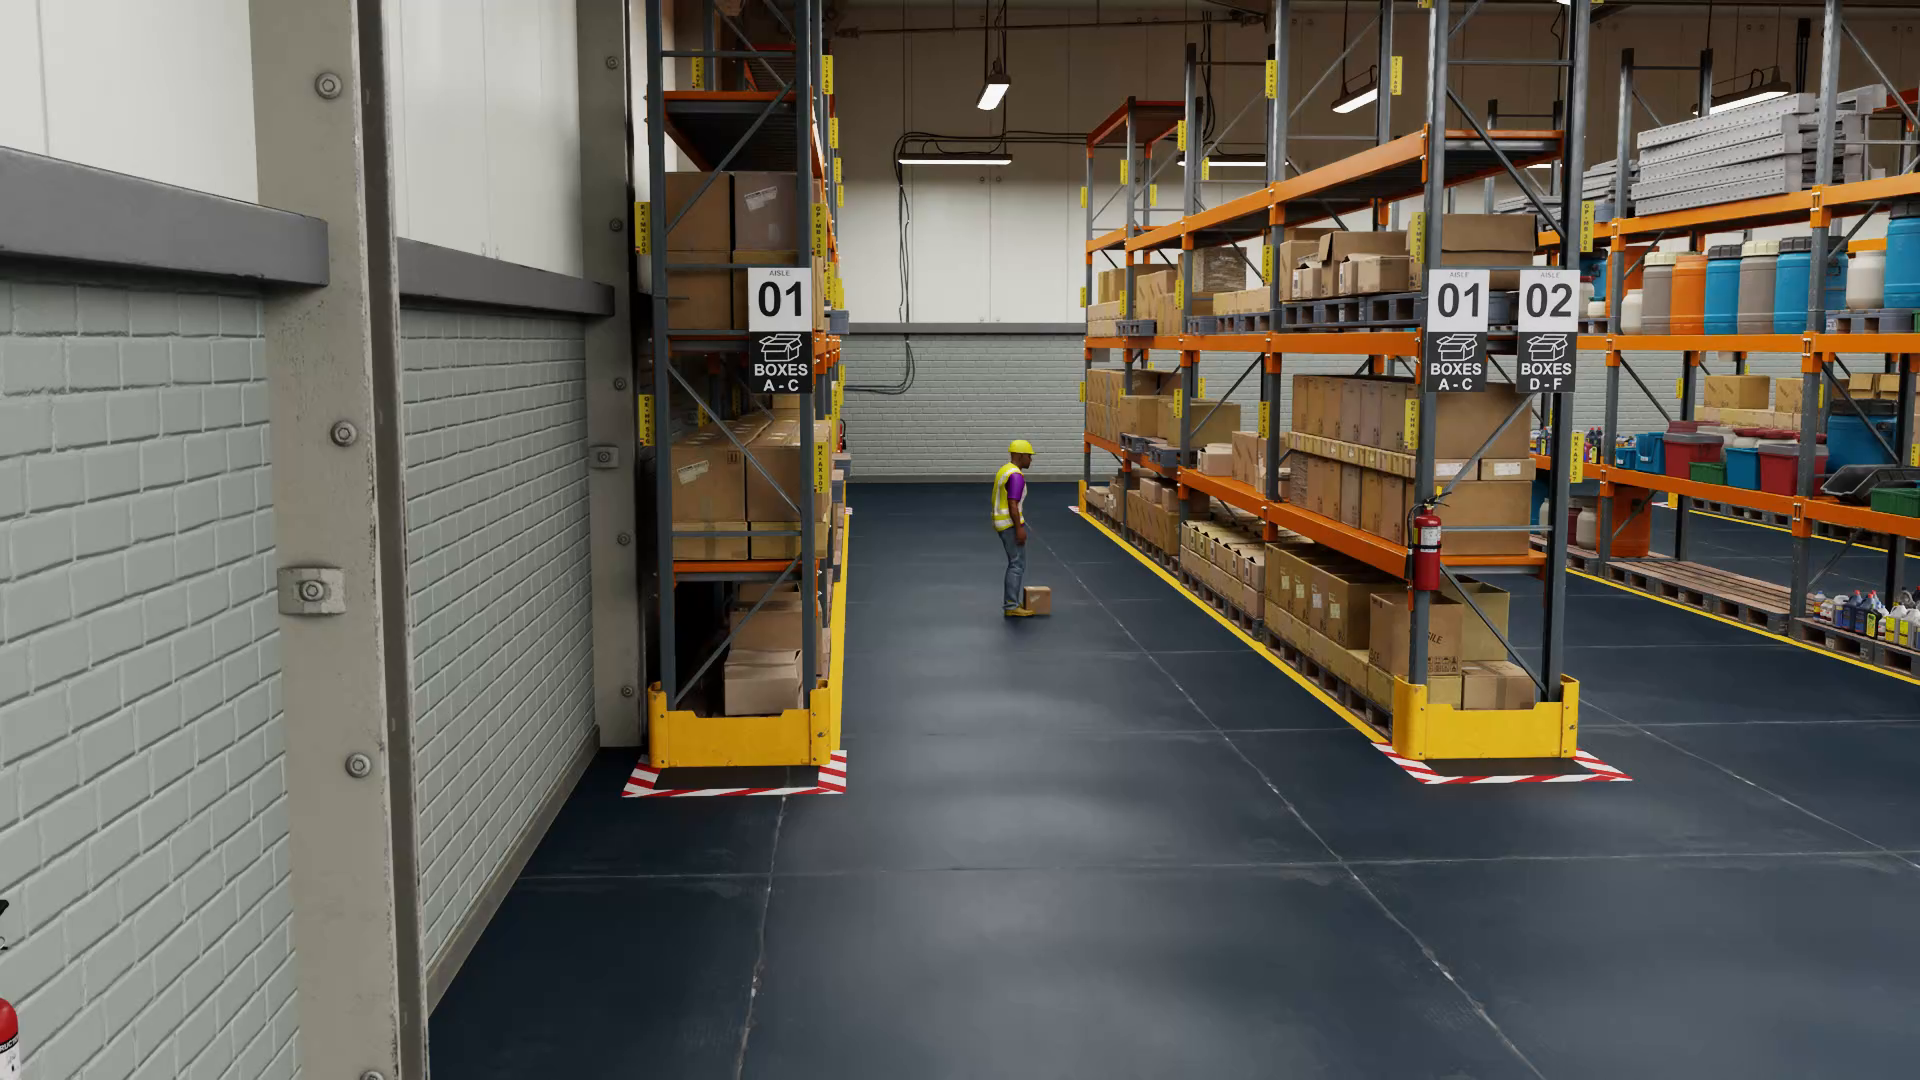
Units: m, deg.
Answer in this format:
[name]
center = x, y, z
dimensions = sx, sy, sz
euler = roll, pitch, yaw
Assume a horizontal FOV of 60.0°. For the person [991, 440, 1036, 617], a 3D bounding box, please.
[person]
center = 0.549, -0.129, 16.769
dimensions = 0.460, 1.755, 0.629
euler = -1, 7, -7
